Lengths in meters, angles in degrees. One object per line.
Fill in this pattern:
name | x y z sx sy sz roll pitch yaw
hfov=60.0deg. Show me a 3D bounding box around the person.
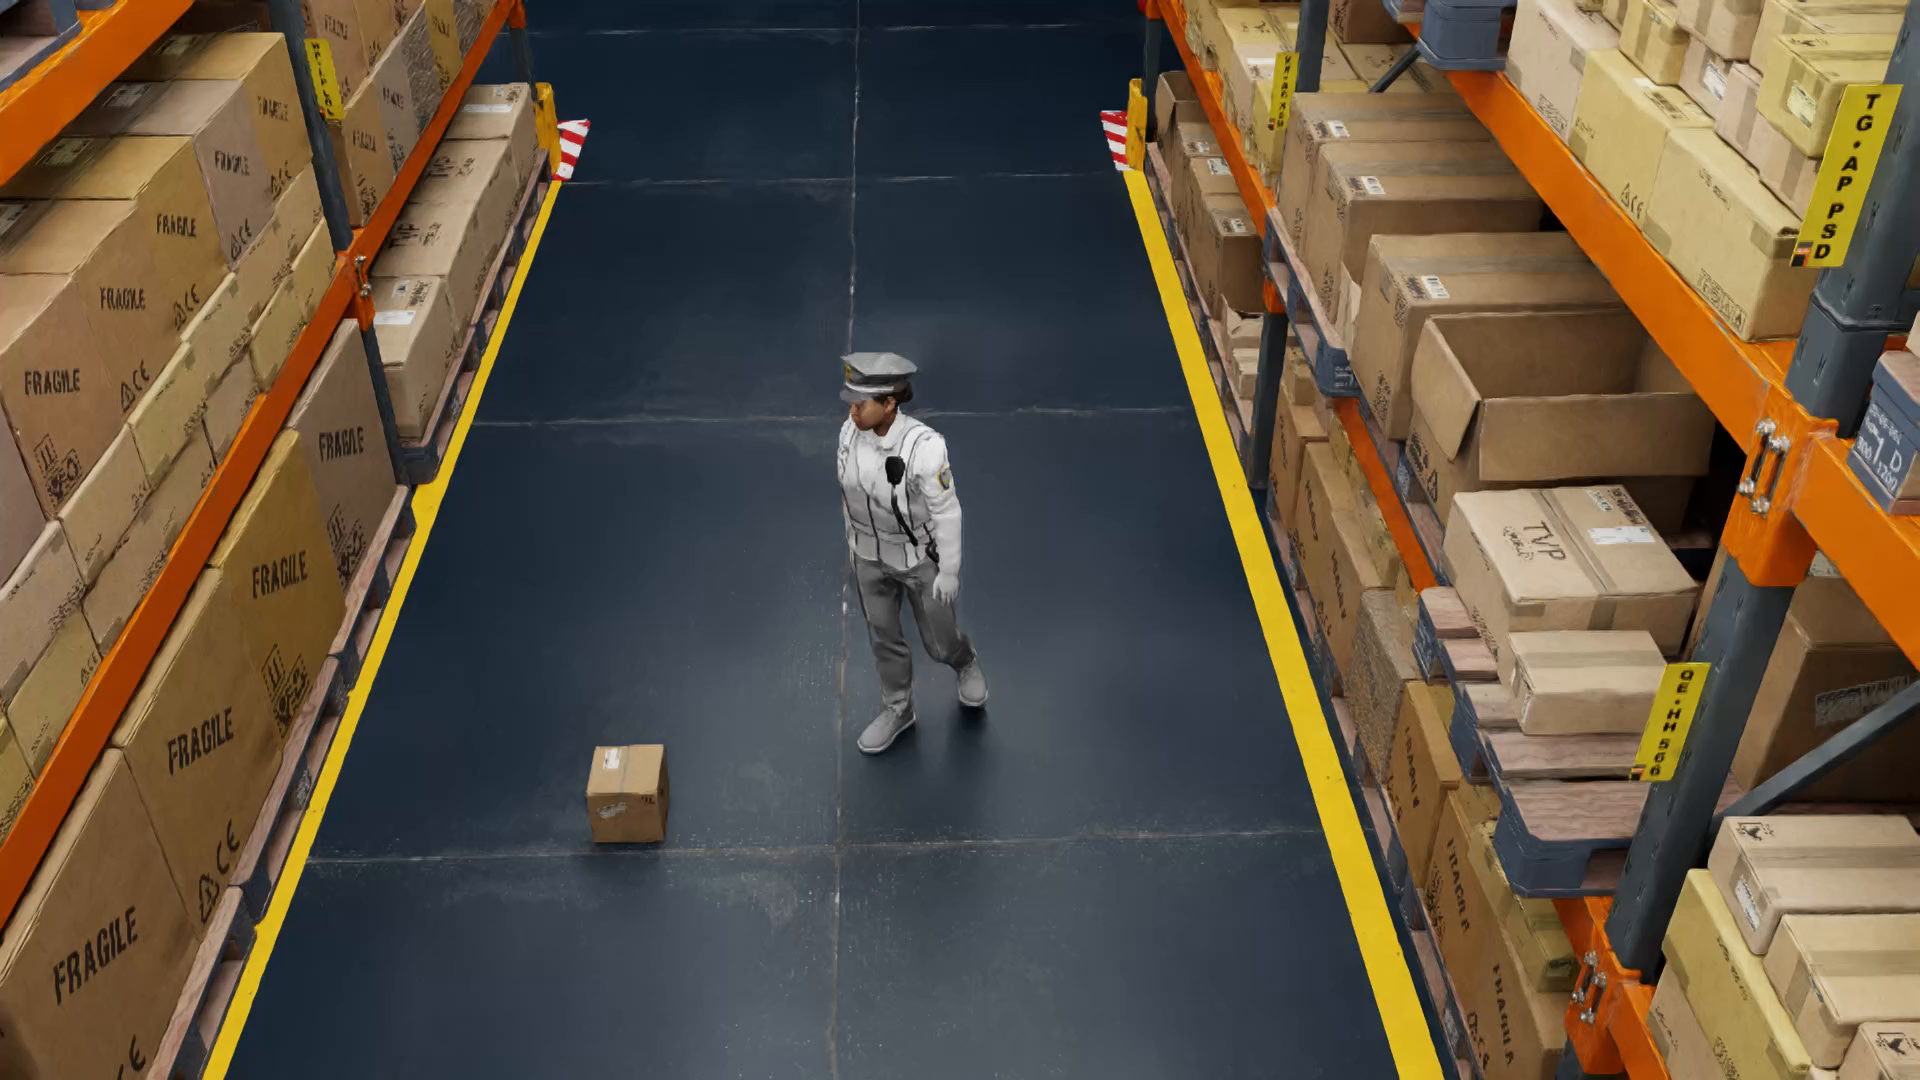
person | -0.177 0.017 6.109 0.510 1.670 0.578 18 39 24
